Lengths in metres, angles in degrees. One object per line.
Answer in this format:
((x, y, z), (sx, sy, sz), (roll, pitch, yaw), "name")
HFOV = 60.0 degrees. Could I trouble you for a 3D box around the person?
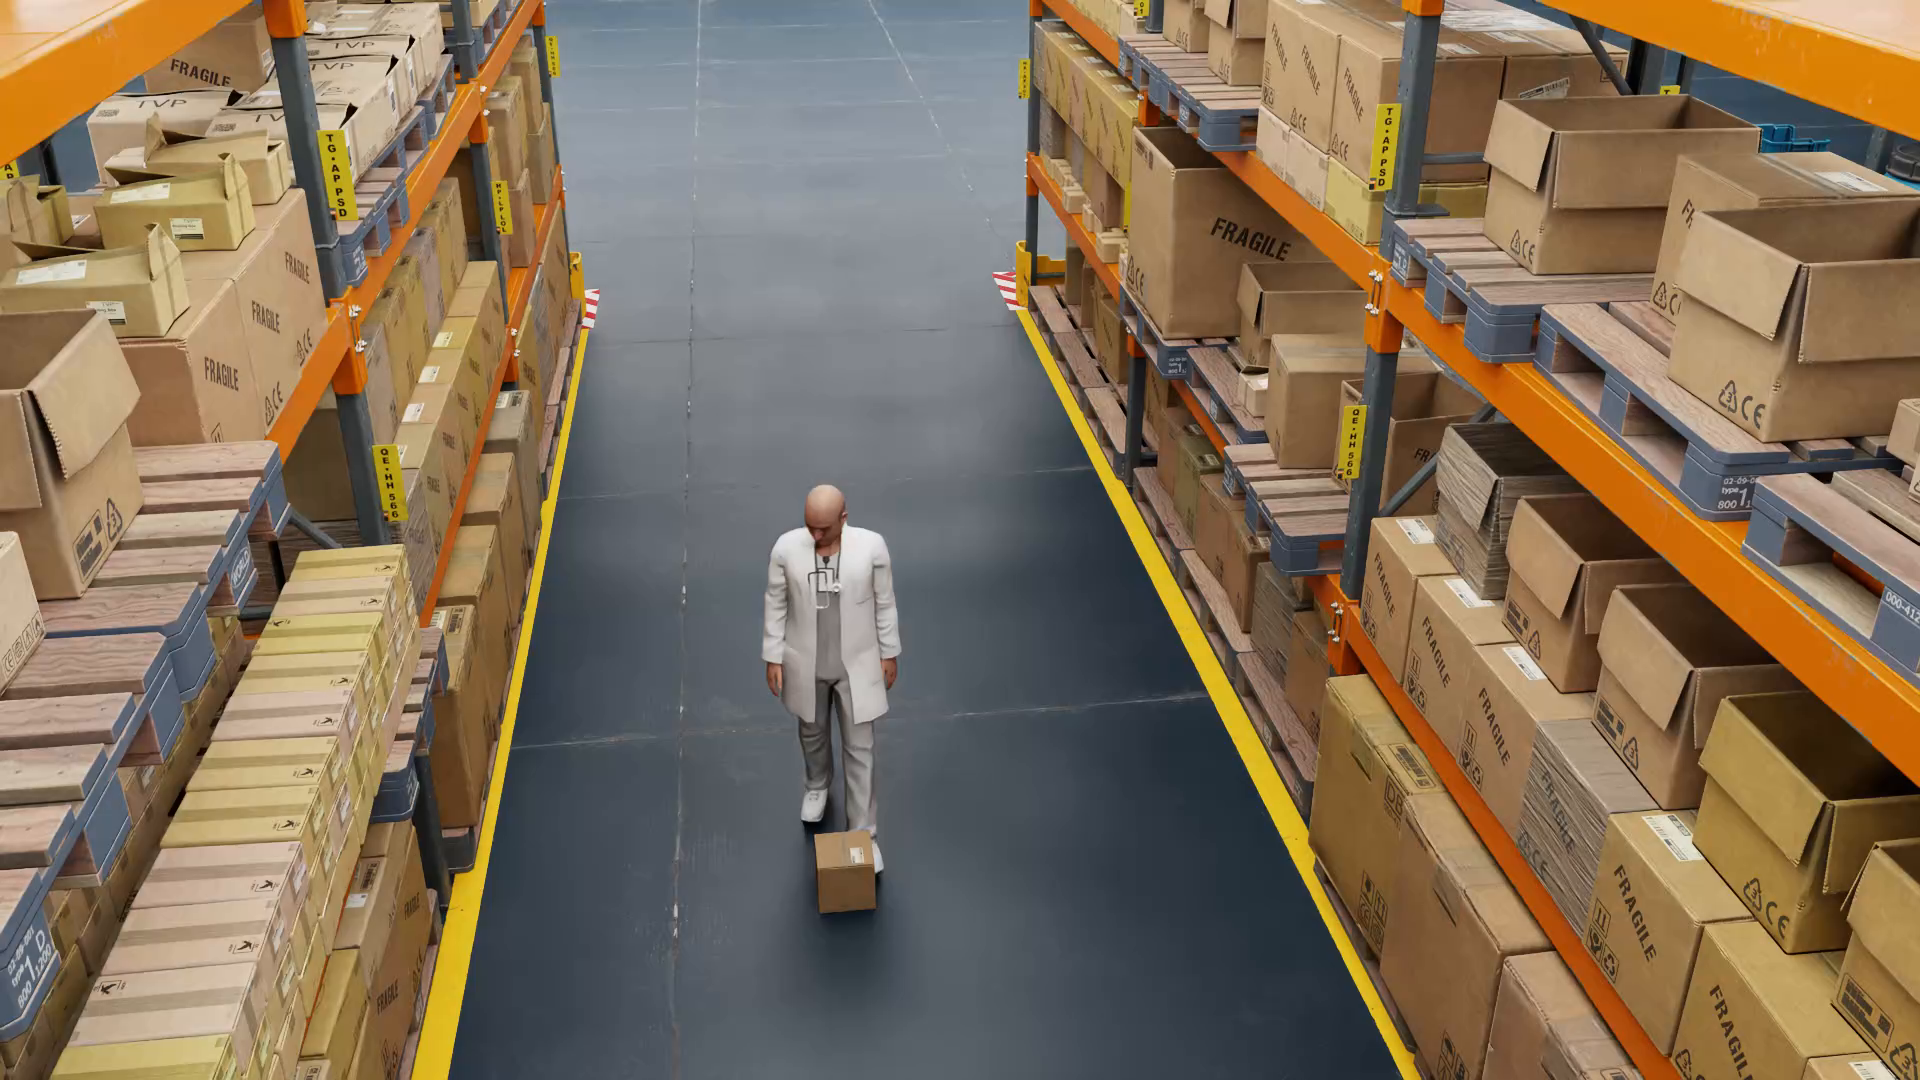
((-0.584, 0.591, 7.454), (0.632, 1.758, 0.805), (0, 27, 0), "person")
